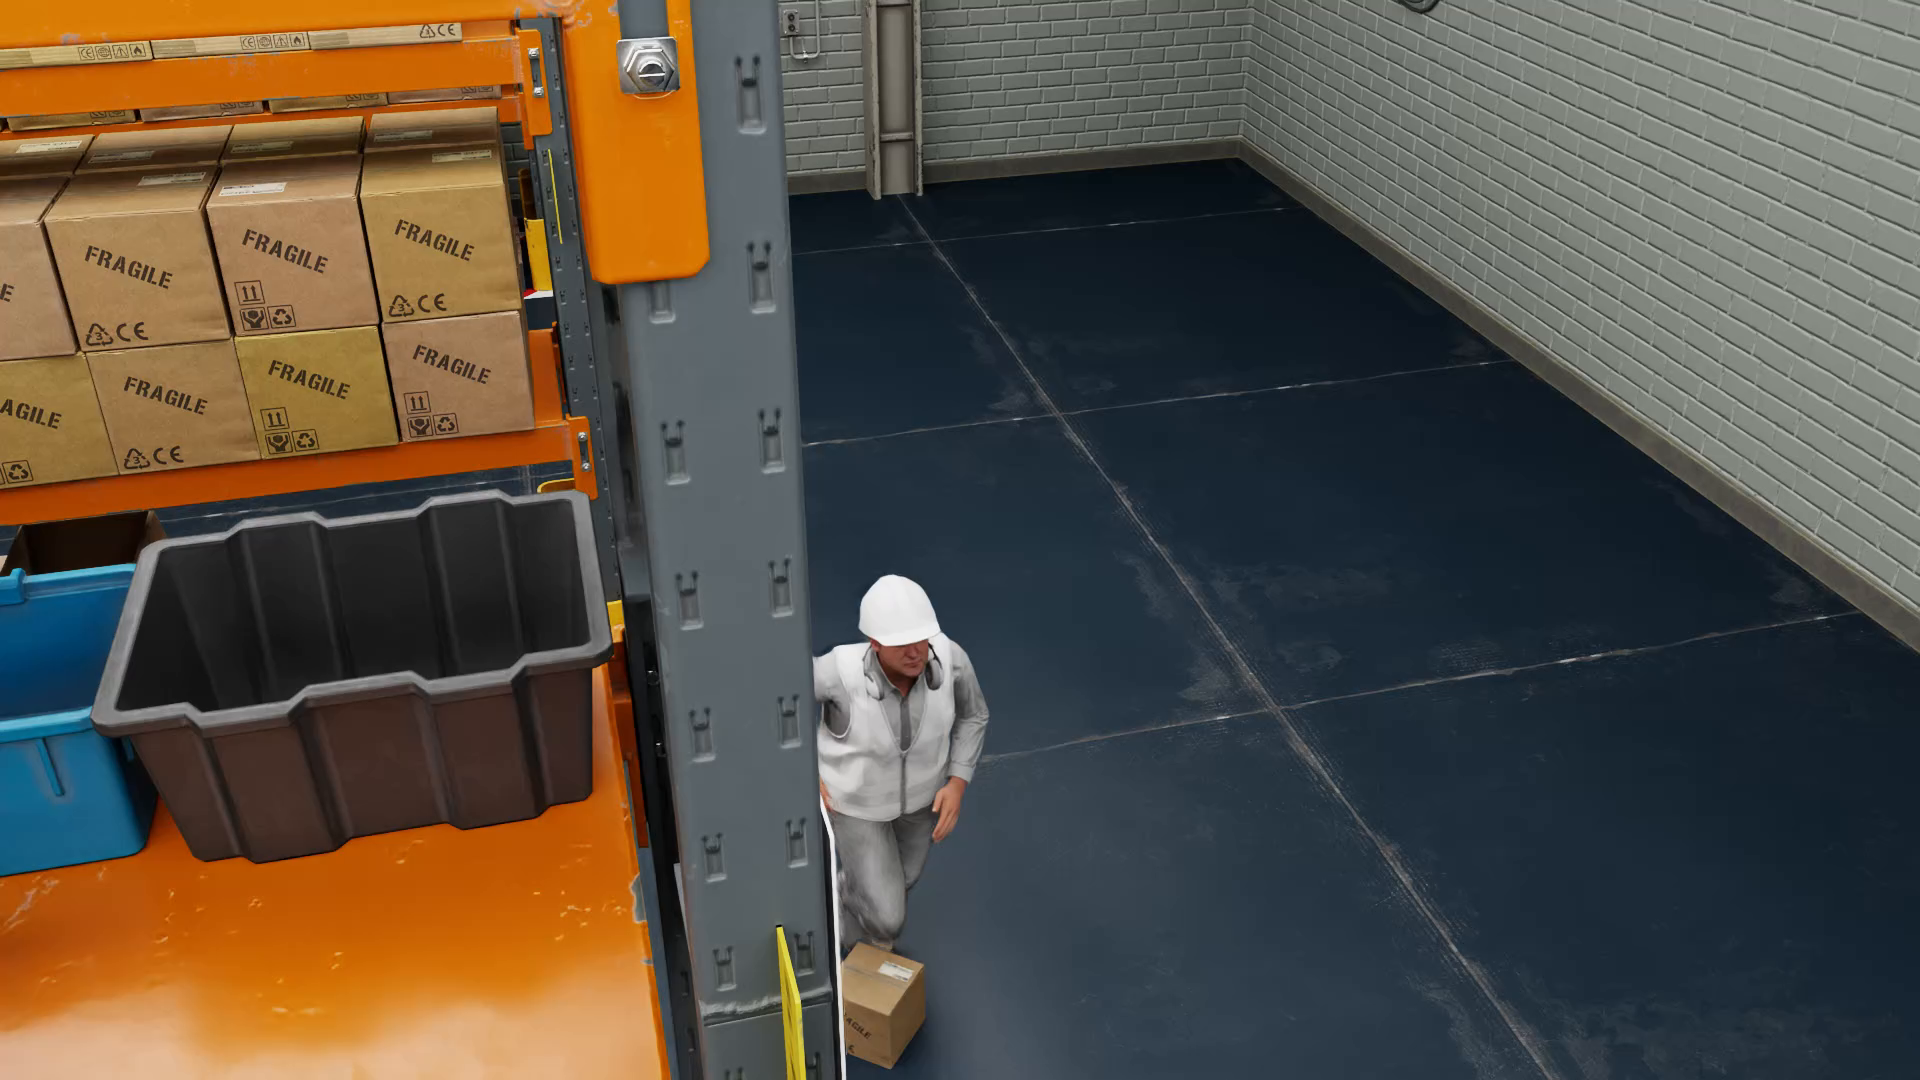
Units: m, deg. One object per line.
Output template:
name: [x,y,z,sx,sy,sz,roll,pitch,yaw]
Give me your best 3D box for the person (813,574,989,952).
person: [-0.270,0.766,5.358,0.676,1.682,0.709,-14,33,-23]
